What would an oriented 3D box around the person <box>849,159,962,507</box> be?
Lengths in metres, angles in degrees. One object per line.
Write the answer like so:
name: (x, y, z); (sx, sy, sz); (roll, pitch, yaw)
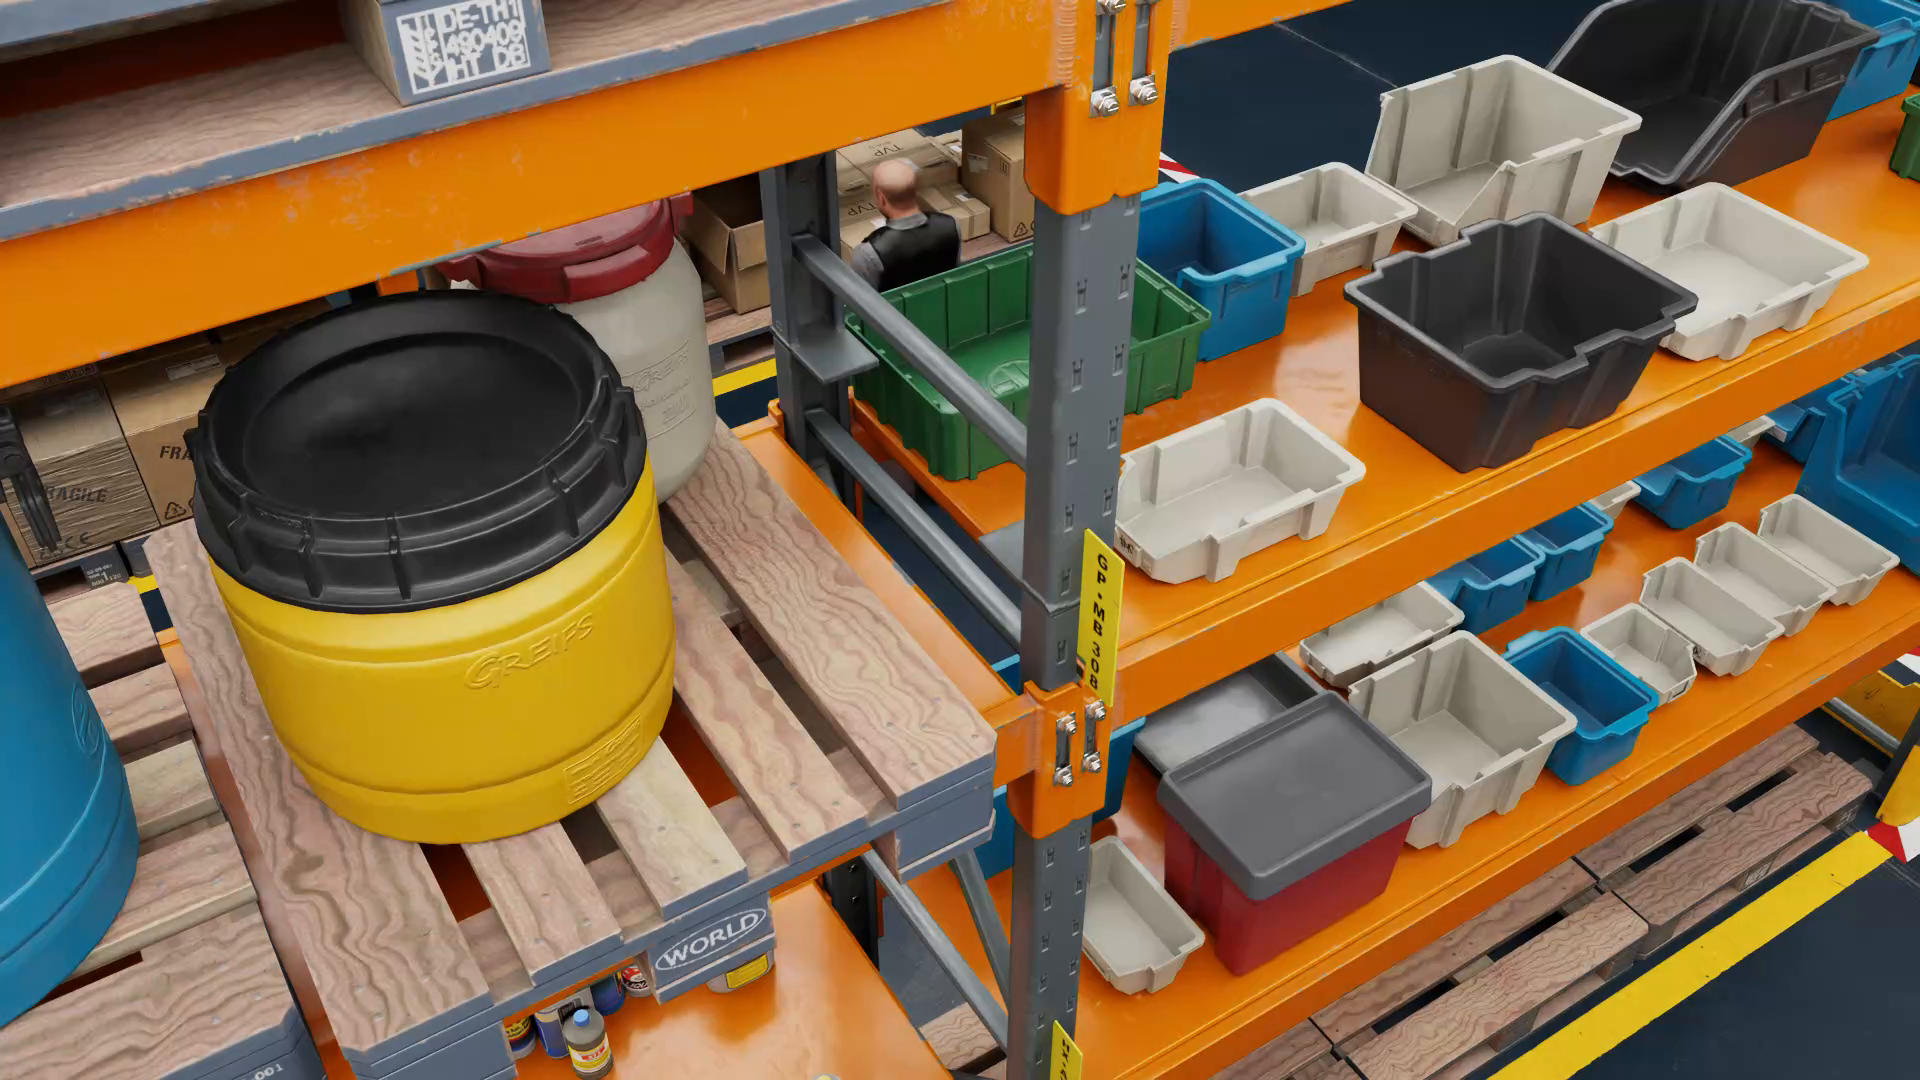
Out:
person: (-0.235, -0.835, 7.179); (0.546, 1.697, 0.378); (-21, 45, -23)
